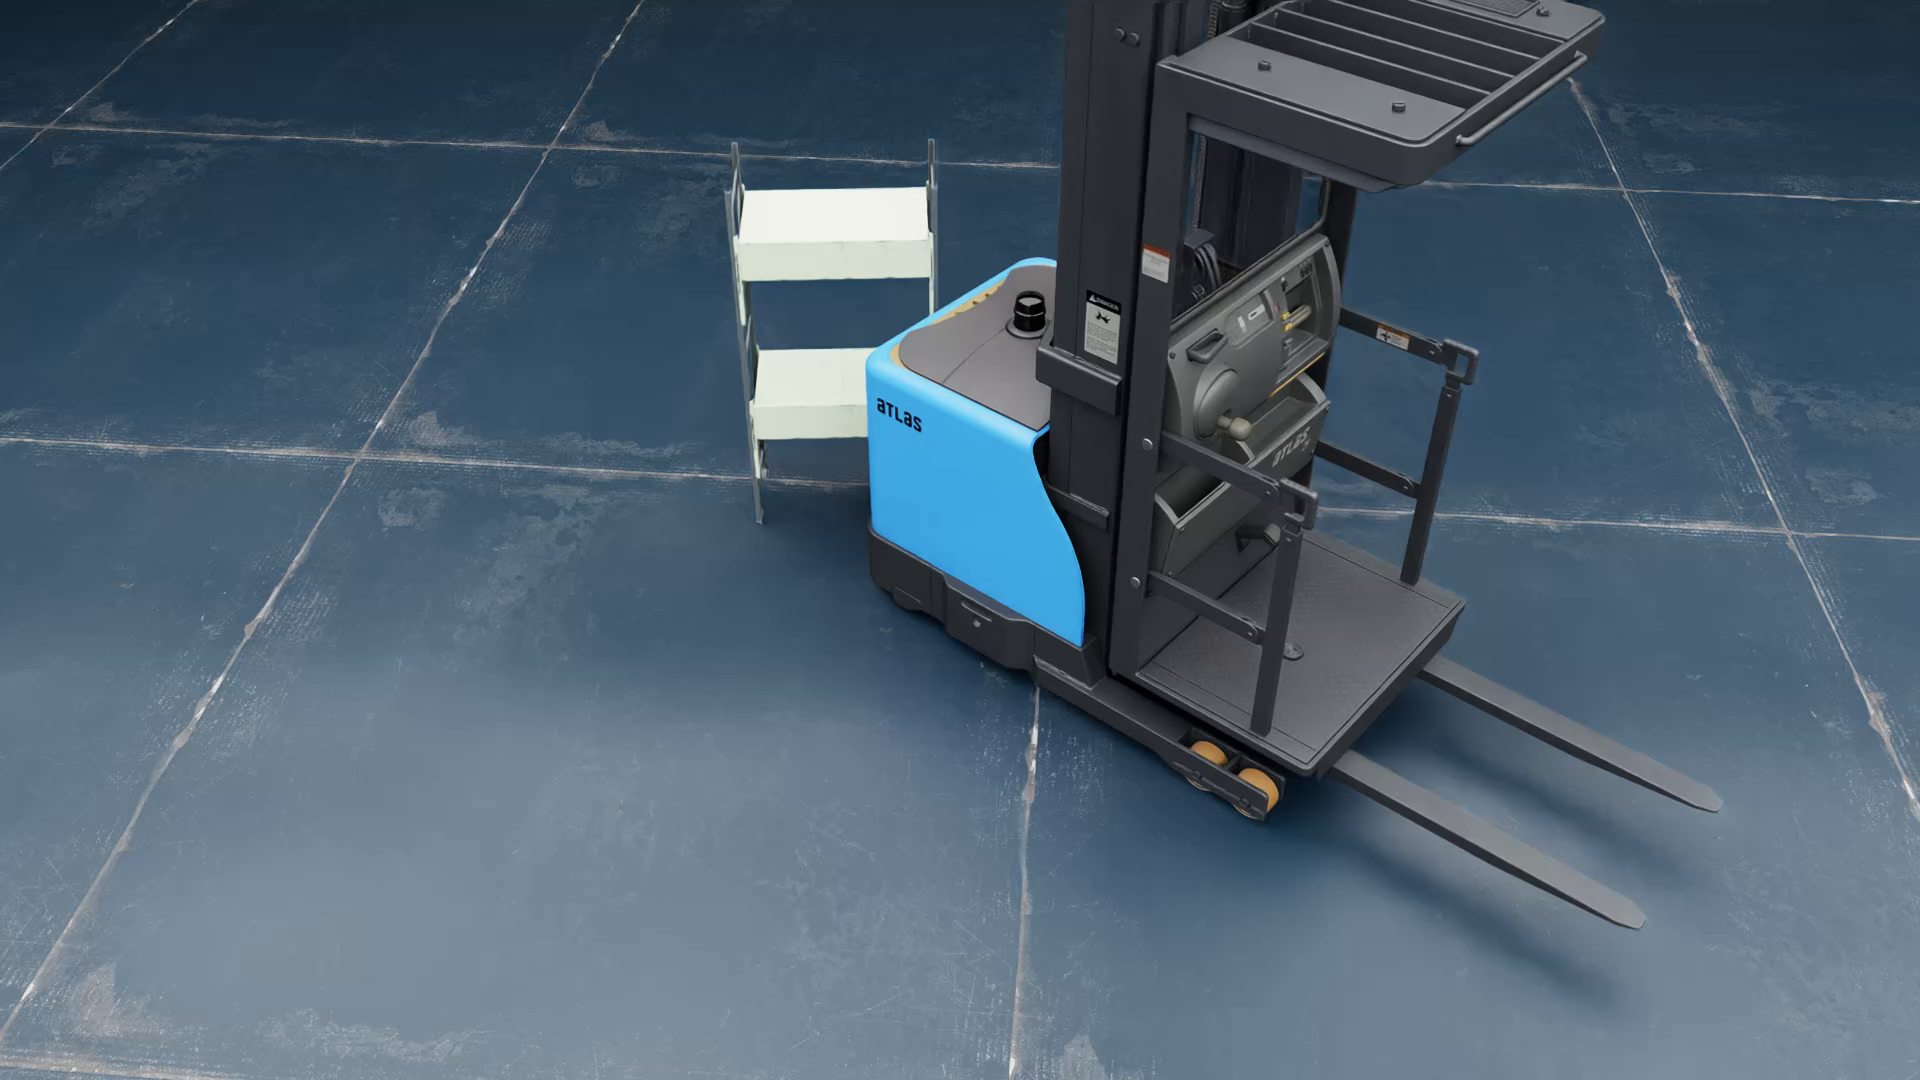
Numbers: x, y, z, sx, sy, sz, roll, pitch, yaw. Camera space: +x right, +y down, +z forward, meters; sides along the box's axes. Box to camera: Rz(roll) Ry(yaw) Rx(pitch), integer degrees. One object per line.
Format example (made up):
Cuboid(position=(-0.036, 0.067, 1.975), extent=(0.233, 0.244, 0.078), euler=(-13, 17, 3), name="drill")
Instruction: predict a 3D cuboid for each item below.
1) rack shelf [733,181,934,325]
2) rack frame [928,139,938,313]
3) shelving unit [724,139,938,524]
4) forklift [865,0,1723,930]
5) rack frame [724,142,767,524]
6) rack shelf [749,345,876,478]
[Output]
Cuboid(position=(-0.466, -1.086, 6.278), extent=(0.720, 0.370, 0.431), euler=(-1, 39, -2), name="rack shelf")
Cuboid(position=(-0.100, -0.792, 6.535), extent=(0.023, 1.500, 0.400), euler=(-1, 39, -2), name="rack frame")
Cuboid(position=(-0.466, -0.783, 6.524), extent=(0.755, 1.500, 0.431), euler=(-1, 39, -2), name="shelving unit")
Cuboid(position=(1.096, -0.581, 5.142), extent=(3.031, 2.935, 1.130), euler=(28, 47, 30), name="forklift")
Cuboid(position=(-0.831, -0.774, 6.513), extent=(0.023, 1.500, 0.400), euler=(-1, 39, -2), name="rack frame")
Cuboid(position=(-0.466, -0.530, 6.730), extent=(0.720, 0.370, 0.431), euler=(-1, 39, -2), name="rack shelf")
